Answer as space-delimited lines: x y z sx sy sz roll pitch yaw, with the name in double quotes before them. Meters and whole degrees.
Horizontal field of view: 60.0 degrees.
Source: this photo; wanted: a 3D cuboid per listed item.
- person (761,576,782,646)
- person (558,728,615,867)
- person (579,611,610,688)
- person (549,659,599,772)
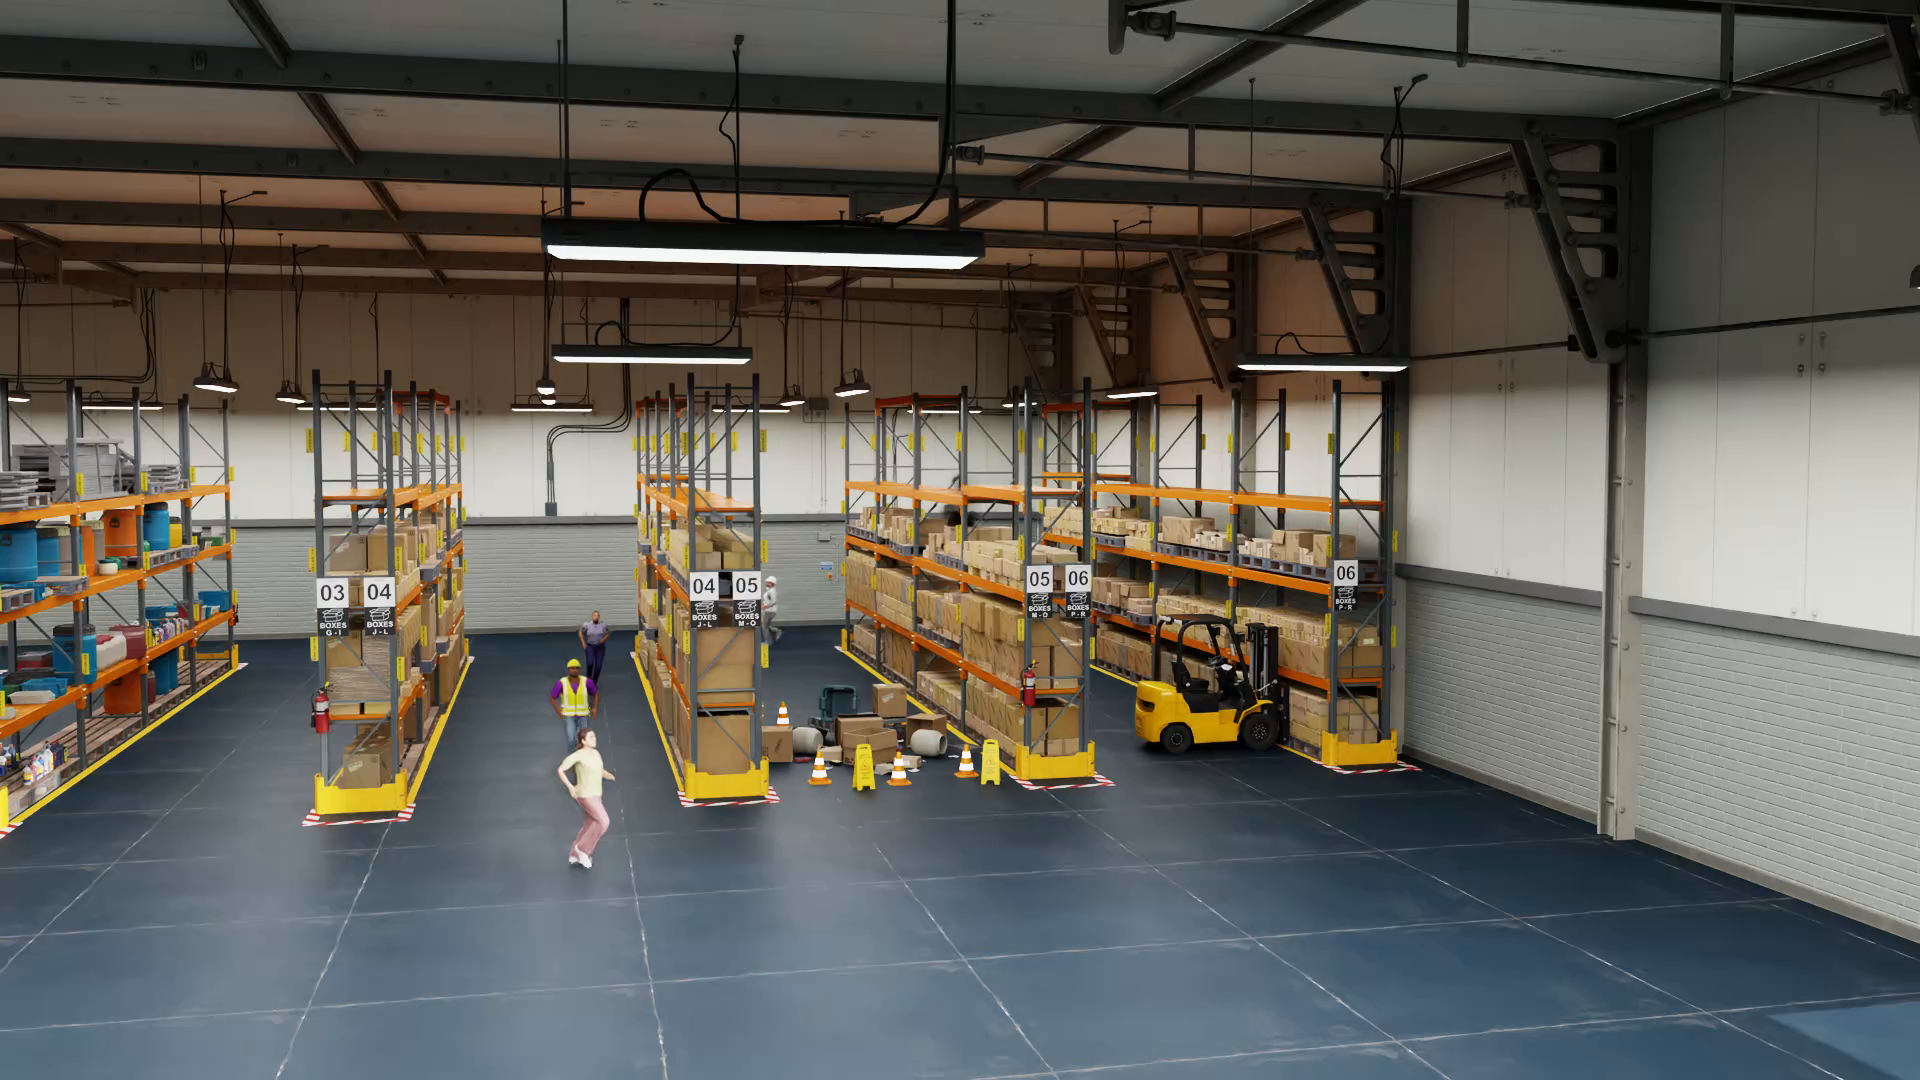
"person" -4.694 1.762 41.223 0.610 1.722 0.660 -1 3 -12
"person" -4.355 3.034 19.616 0.626 1.631 0.558 1 4 20
"person" -7.433 2.239 33.895 0.603 1.603 0.605 -1 4 -20
"person" -5.893 2.674 25.416 0.749 1.724 0.589 -1 4 -21
